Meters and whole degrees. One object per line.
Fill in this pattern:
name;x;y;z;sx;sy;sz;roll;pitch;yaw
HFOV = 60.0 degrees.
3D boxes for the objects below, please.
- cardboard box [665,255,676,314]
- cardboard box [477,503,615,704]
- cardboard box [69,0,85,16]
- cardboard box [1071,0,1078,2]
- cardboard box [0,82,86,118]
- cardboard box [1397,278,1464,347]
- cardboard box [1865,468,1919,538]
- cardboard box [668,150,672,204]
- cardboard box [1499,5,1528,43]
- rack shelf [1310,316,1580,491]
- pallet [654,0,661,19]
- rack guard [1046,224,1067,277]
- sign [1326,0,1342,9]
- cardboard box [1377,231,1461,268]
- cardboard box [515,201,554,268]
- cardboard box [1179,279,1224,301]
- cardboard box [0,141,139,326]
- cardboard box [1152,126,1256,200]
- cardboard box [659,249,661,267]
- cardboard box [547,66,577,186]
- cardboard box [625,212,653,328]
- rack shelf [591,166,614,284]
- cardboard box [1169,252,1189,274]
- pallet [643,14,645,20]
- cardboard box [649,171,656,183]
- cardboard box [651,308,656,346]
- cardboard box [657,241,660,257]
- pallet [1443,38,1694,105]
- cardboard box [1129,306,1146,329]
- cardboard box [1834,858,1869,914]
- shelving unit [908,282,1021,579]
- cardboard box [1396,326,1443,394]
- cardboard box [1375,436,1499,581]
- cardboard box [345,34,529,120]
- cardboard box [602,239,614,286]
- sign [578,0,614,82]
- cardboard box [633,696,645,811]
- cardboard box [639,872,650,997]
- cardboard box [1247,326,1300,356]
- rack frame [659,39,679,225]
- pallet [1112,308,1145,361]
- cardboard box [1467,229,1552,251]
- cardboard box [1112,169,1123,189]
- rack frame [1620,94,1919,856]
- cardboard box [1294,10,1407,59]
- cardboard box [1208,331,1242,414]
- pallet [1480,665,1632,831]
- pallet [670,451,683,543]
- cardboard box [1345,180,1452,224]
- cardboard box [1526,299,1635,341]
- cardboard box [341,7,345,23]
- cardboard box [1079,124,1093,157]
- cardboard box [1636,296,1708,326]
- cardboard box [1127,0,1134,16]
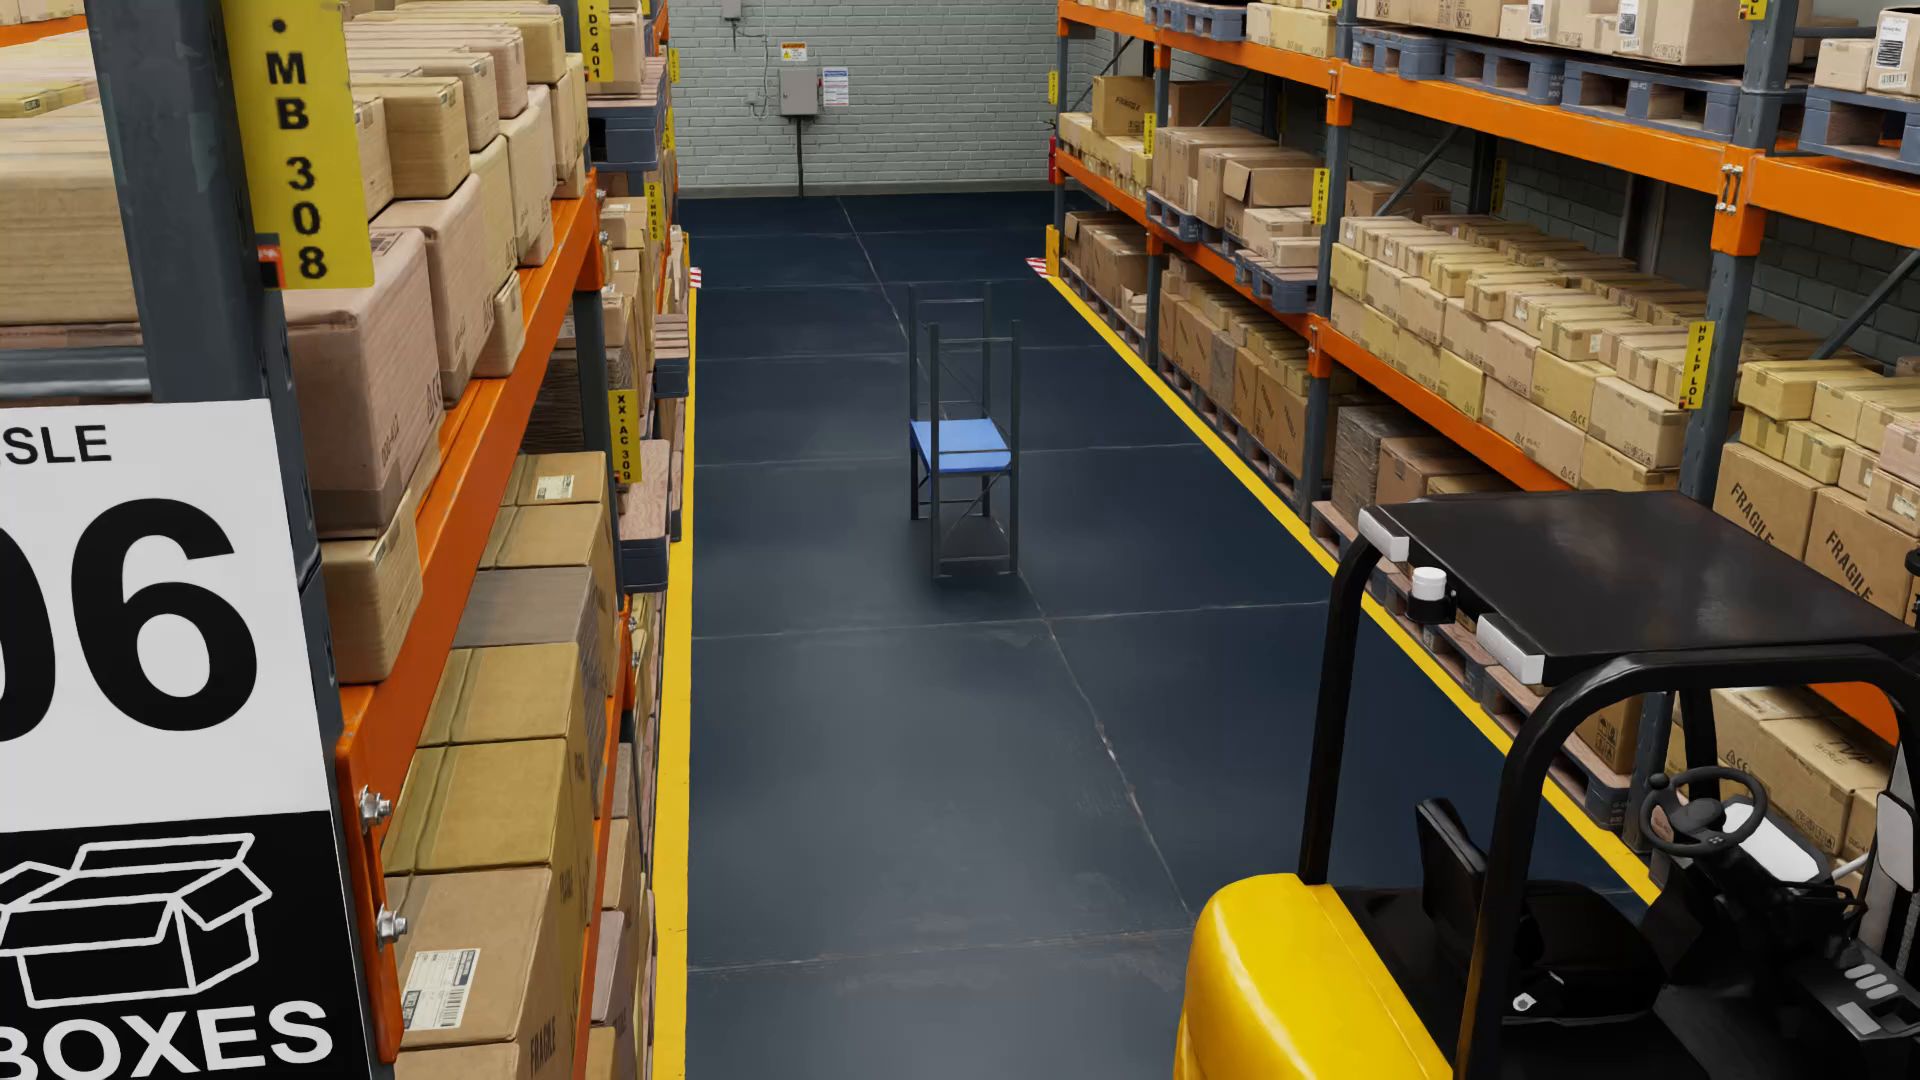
cardboard box;-2.657;-1.674;12.848;0.875;0.875;0.875;-2;21;-6
cardboard box;-1.281;0.220;4.773;0.500;0.500;0.500;-2;21;-6
cardboard box;-7.819;-4.626;14.241;0.500;0.250;0.500;-2;21;-5
cardboard box;1.325;-5.485;16.687;0.380;0.149;0.250;-2;21;-7
cardboard box;-1.476;-0.561;2.363;0.380;0.149;0.250;-3;21;-7
cardboard box;2.613;-1.192;8.621;0.500;0.250;0.500;-3;21;-9
cardboard box;3.091;-0.125;5.193;0.380;0.149;0.250;-2;21;-7
cardboard box;-2.702;-3.080;14.033;0.500;0.500;0.500;-3;21;-7
cardboard box;2.669;-2.329;7.492;0.380;0.149;0.250;-3;21;-8
rack shelf;2.951;-0.520;8.351;1.077;0.370;4.000;-3;21;-8
pallet;-2.933;-4.331;13.364;1.003;0.211;1.213;-3;21;-8
rack guard;1.520;-3.123;17.862;1.175;0.500;0.348;-3;21;-8
sign;2.125;-3.171;9.392;0.100;0.325;0.005;-3;21;-8
cardboard box;2.519;-1.595;9.131;0.380;0.149;0.250;-2;21;-6
cardboard box;-1.191;-0.750;4.009;0.380;0.149;0.250;-2;21;-6
cardboard box;1.991;-2.035;13.423;0.380;0.149;0.250;-3;21;-9
cardboard box;-0.945;-0.323;1.726;0.380;0.149;0.250;-3;21;-8
cardboard box;1.934;-3.000;13.217;0.700;0.500;0.500;-2;21;-6
cardboard box;-2.306;-1.940;11.337;0.500;0.250;0.500;-3;21;-8
cardboard box;-1.268;-1.073;4.305;0.500;0.250;0.500;-3;21;-9
cardboard box;-1.823;-1.359;8.401;0.500;0.500;0.500;-3;21;-9
rack shelf;-1.960;-1.674;7.152;1.077;0.370;4.000;-3;21;-8
cardboard box;1.934;-2.269;13.625;0.380;0.149;0.250;-3;21;-9
pallet;-2.644;-3.684;11.779;0.805;0.209;1.217;-4;21;-10
cardboard box;-2.218;-2.348;10.643;0.500;0.500;0.500;-2;21;-6
cardboard box;-1.778;-1.102;8.637;0.380;0.149;0.250;-3;21;-8
cardboard box;-2.210;-2.002;10.790;0.500;0.250;0.500;-3;21;-8
pallet;3.013;-2.249;7.934;1.003;0.211;1.213;-2;21;-5
cardboard box;1.715;-1.974;14.689;0.380;0.149;0.250;-4;21;-9
cardboard box;3.139;1.224;5.267;0.500;0.250;0.500;-3;21;-8
shelving unit;0.012;-0.673;9.875;0.538;1.500;1.048;-3;21;-8
cardboard box;2.633;-0.961;8.717;0.500;0.250;0.500;-4;21;-10
cardboard box;2.841;-0.192;9.236;0.875;0.625;0.625;-2;21;-6
cardboard box;-1.092;-0.944;3.388;0.380;0.149;0.250;-3;21;-7
cardboard box;-1.648;-1.152;6.917;0.380;0.149;0.250;-2;21;-5
sign;-1.136;-1.591;5.162;0.100;0.325;0.005;-3;21;-8
cardboard box;-1.750;0.939;6.569;0.950;0.372;0.625;-3;21;-7
cardboard box;-1.321;1.369;5.593;0.500;0.250;0.500;-2;21;-5
cardboard box;2.247;-1.404;11.734;0.380;0.149;0.250;-3;21;-9
rack frame;-3.402;-4.068;16.821;1.000;3.000;0.127;-3;21;-8
pallet;1.988;-1.866;14.912;1.003;0.211;1.213;-3;21;-8
cardboard box;3.035;-1.621;9.198;0.380;0.149;0.250;-3;21;-8
cardboard box;1.594;-3.272;15.048;0.380;0.149;0.250;-3;21;-9
rack frame;3.239;-0.165;6.371;1.000;3.000;0.127;-3;21;-8
cardboard box;2.348;-3.050;10.023;0.500;0.250;0.500;-4;21;-10
cardboard box;2.156;-1.245;12.235;0.500;0.500;0.500;-4;21;-10
pallet;3.094;0.888;7.536;1.003;0.211;1.213;-3;21;-8
pallet;-2.288;-0.269;10.634;1.003;0.211;1.213;-3;21;-8
cardboard box;2.743;-1.980;10.486;0.500;0.500;0.500;-2;21;-5
cardboard box;2.787;-0.977;7.475;0.380;0.149;0.250;-3;21;-9
cardboard box;-1.883;-1.360;4.504;0.380;0.149;0.250;-2;21;-6
cardboard box;1.457;-3.868;16.075;0.500;0.250;0.500;-3;21;-9
cardboard box;3.311;-1.005;7.550;0.380;0.149;0.250;-3;21;-8
cardboard box;1.649;-4.596;14.305;0.380;0.149;0.250;-3;21;-8
